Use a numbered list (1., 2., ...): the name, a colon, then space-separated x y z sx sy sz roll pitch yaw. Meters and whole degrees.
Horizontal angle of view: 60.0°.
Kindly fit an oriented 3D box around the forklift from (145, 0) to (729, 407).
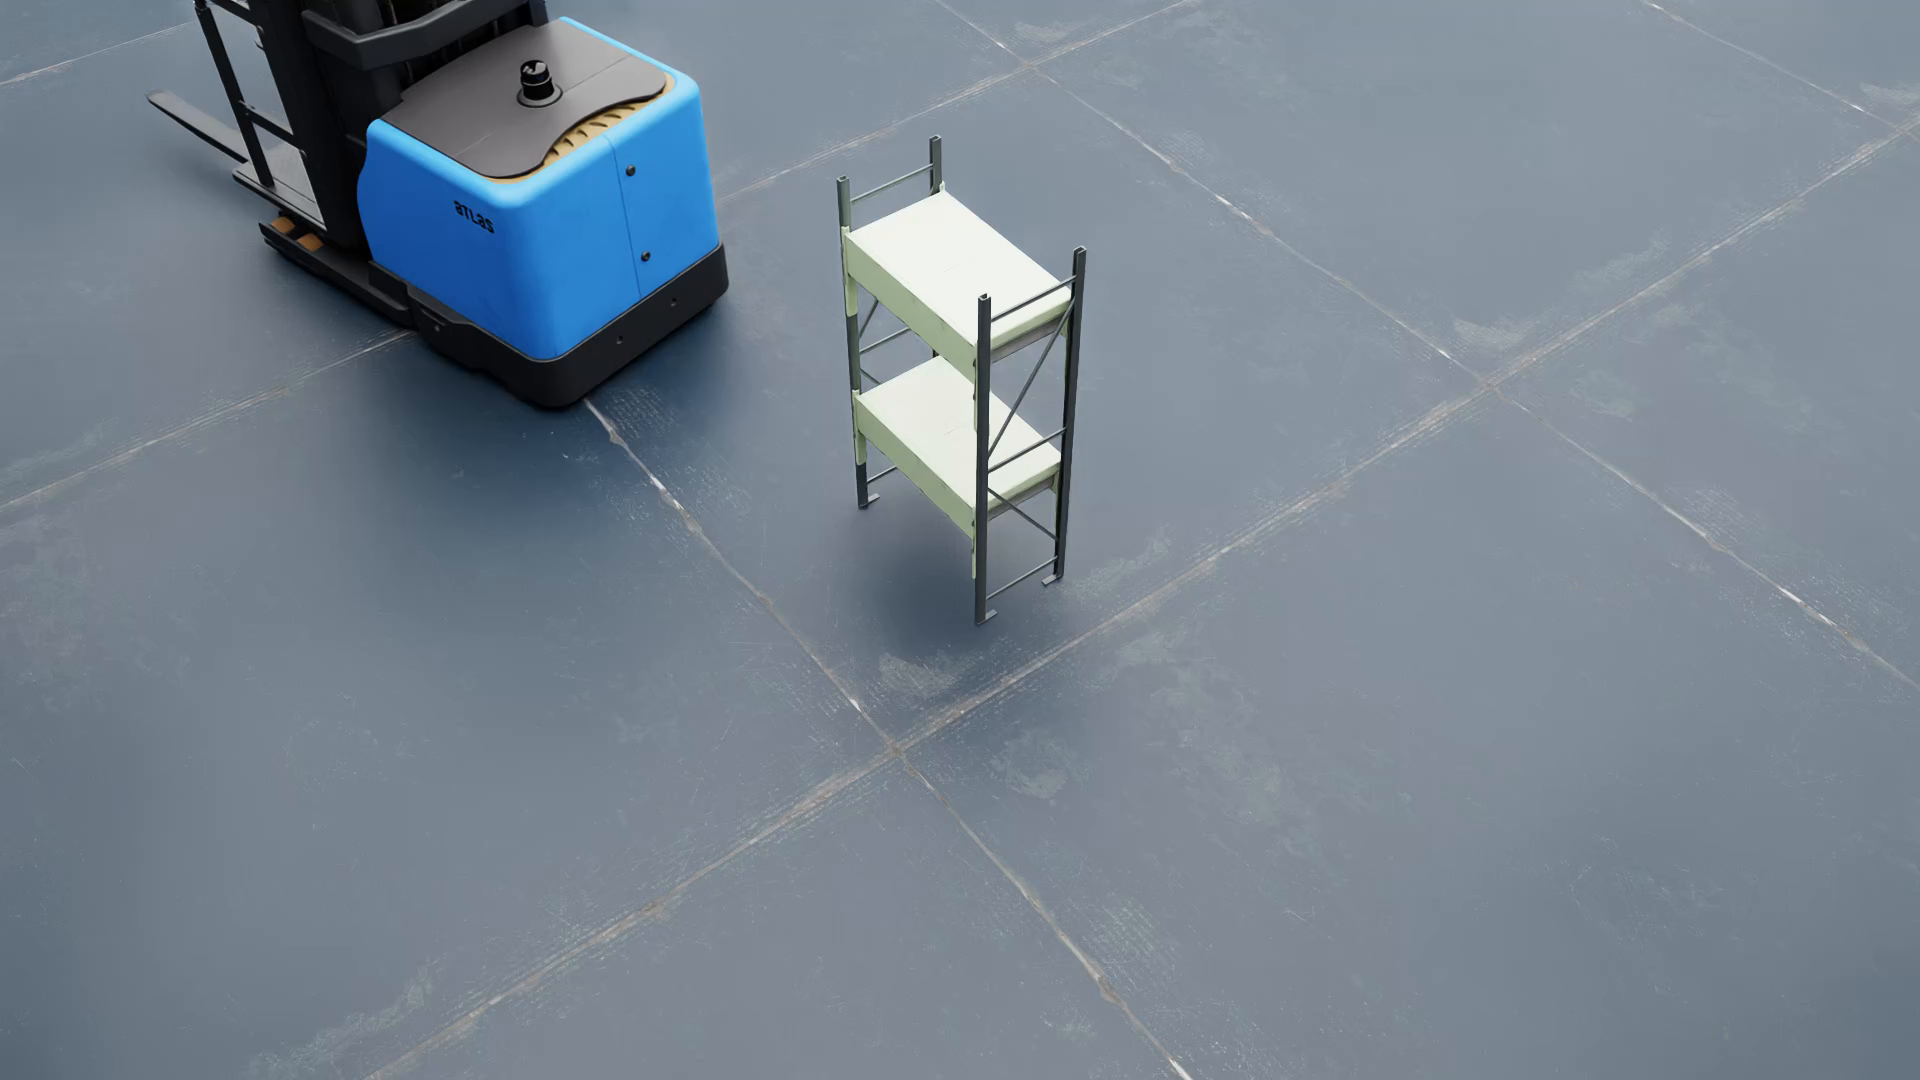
1. forklift: -2.461 -2.438 6.481 3.031 2.935 1.130 31 55 25

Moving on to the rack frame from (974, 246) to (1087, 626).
1. rack frame: 0.218 -0.292 5.502 0.400 1.500 0.023 -29 54 -24

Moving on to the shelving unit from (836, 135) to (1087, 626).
1. shelving unit: -0.004 -0.508 5.698 0.431 1.500 0.755 -29 54 -24

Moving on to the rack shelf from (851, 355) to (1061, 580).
1. rack shelf: -0.004 -0.289 5.939 0.431 0.370 0.720 -29 54 -24

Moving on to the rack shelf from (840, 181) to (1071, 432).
1. rack shelf: -0.004 -0.770 5.409 0.431 0.370 0.720 -29 54 -24

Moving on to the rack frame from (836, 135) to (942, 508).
1. rack frame: -0.226 -0.723 5.894 0.400 1.500 0.023 -29 54 -24
